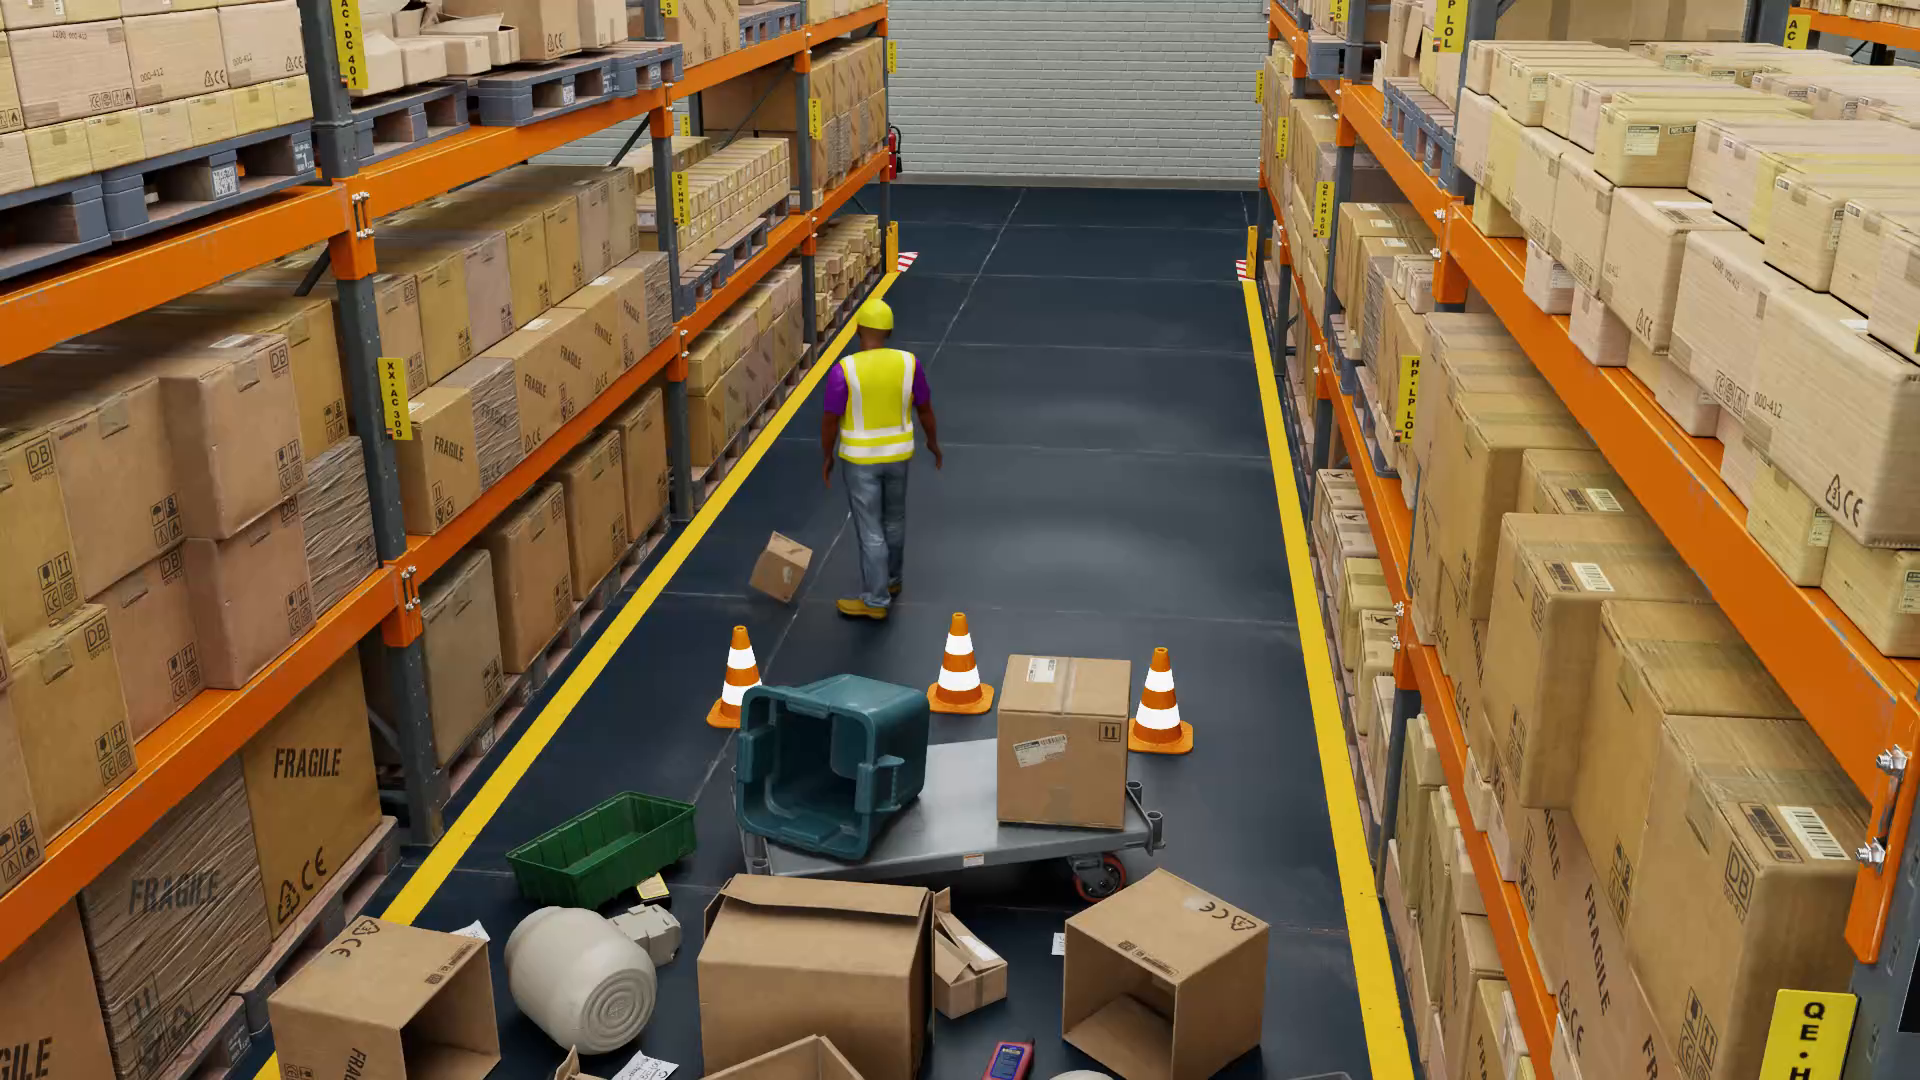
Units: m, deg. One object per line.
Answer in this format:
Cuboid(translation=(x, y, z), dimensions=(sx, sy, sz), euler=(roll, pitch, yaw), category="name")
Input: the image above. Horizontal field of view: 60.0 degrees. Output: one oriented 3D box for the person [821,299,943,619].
Cuboid(translation=(-0.441, -0.488, 9.295), dimensions=(0.722, 1.766, 0.638), euler=(-10, 23, -23), category="person")
